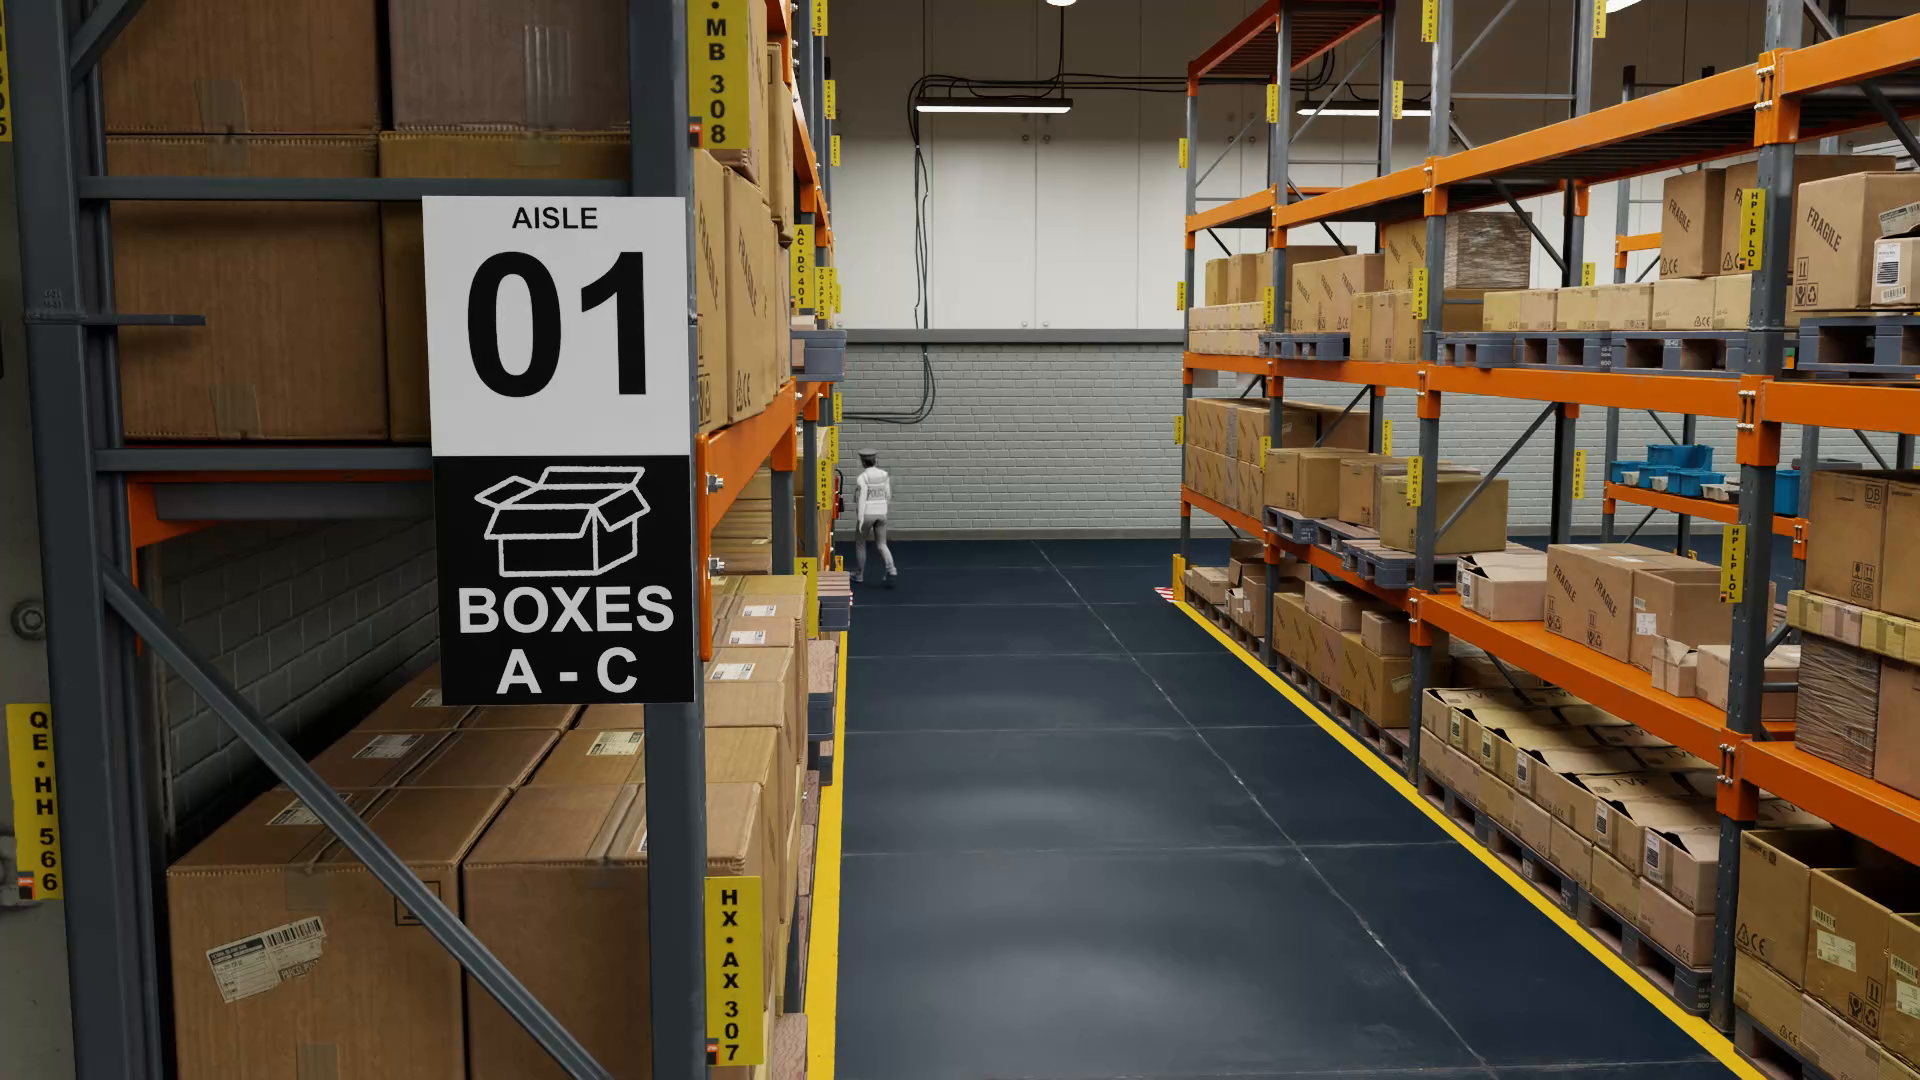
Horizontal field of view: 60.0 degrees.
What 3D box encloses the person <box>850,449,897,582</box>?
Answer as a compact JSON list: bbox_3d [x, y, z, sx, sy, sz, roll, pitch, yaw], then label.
[{"bbox_3d":[-1.057,-0.285,20.058,0.508,1.628,0.885,-4,8,-32],"label":"person"}]
